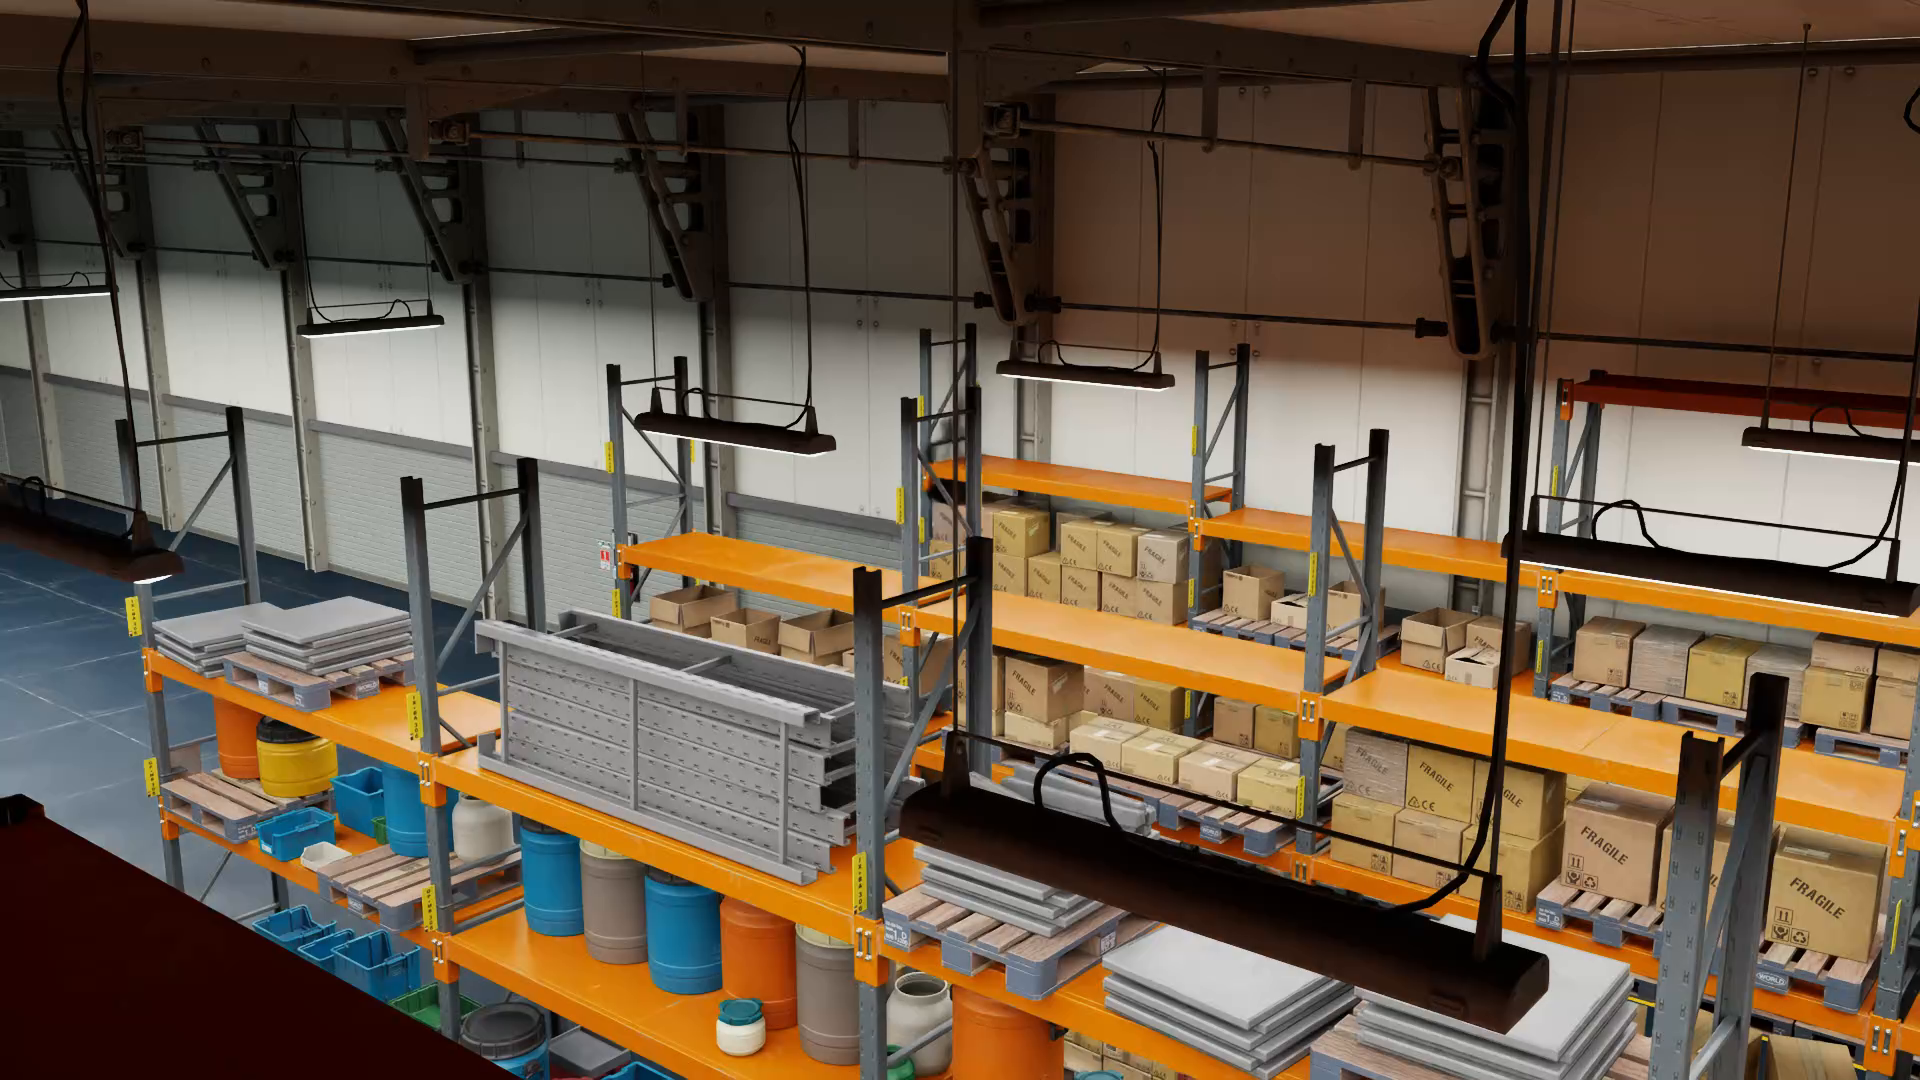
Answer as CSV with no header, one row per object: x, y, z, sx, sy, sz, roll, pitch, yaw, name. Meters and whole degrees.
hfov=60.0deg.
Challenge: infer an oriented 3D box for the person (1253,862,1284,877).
3.163,3.569,16.802,0.572,1.630,0.565,8,15,32,person
